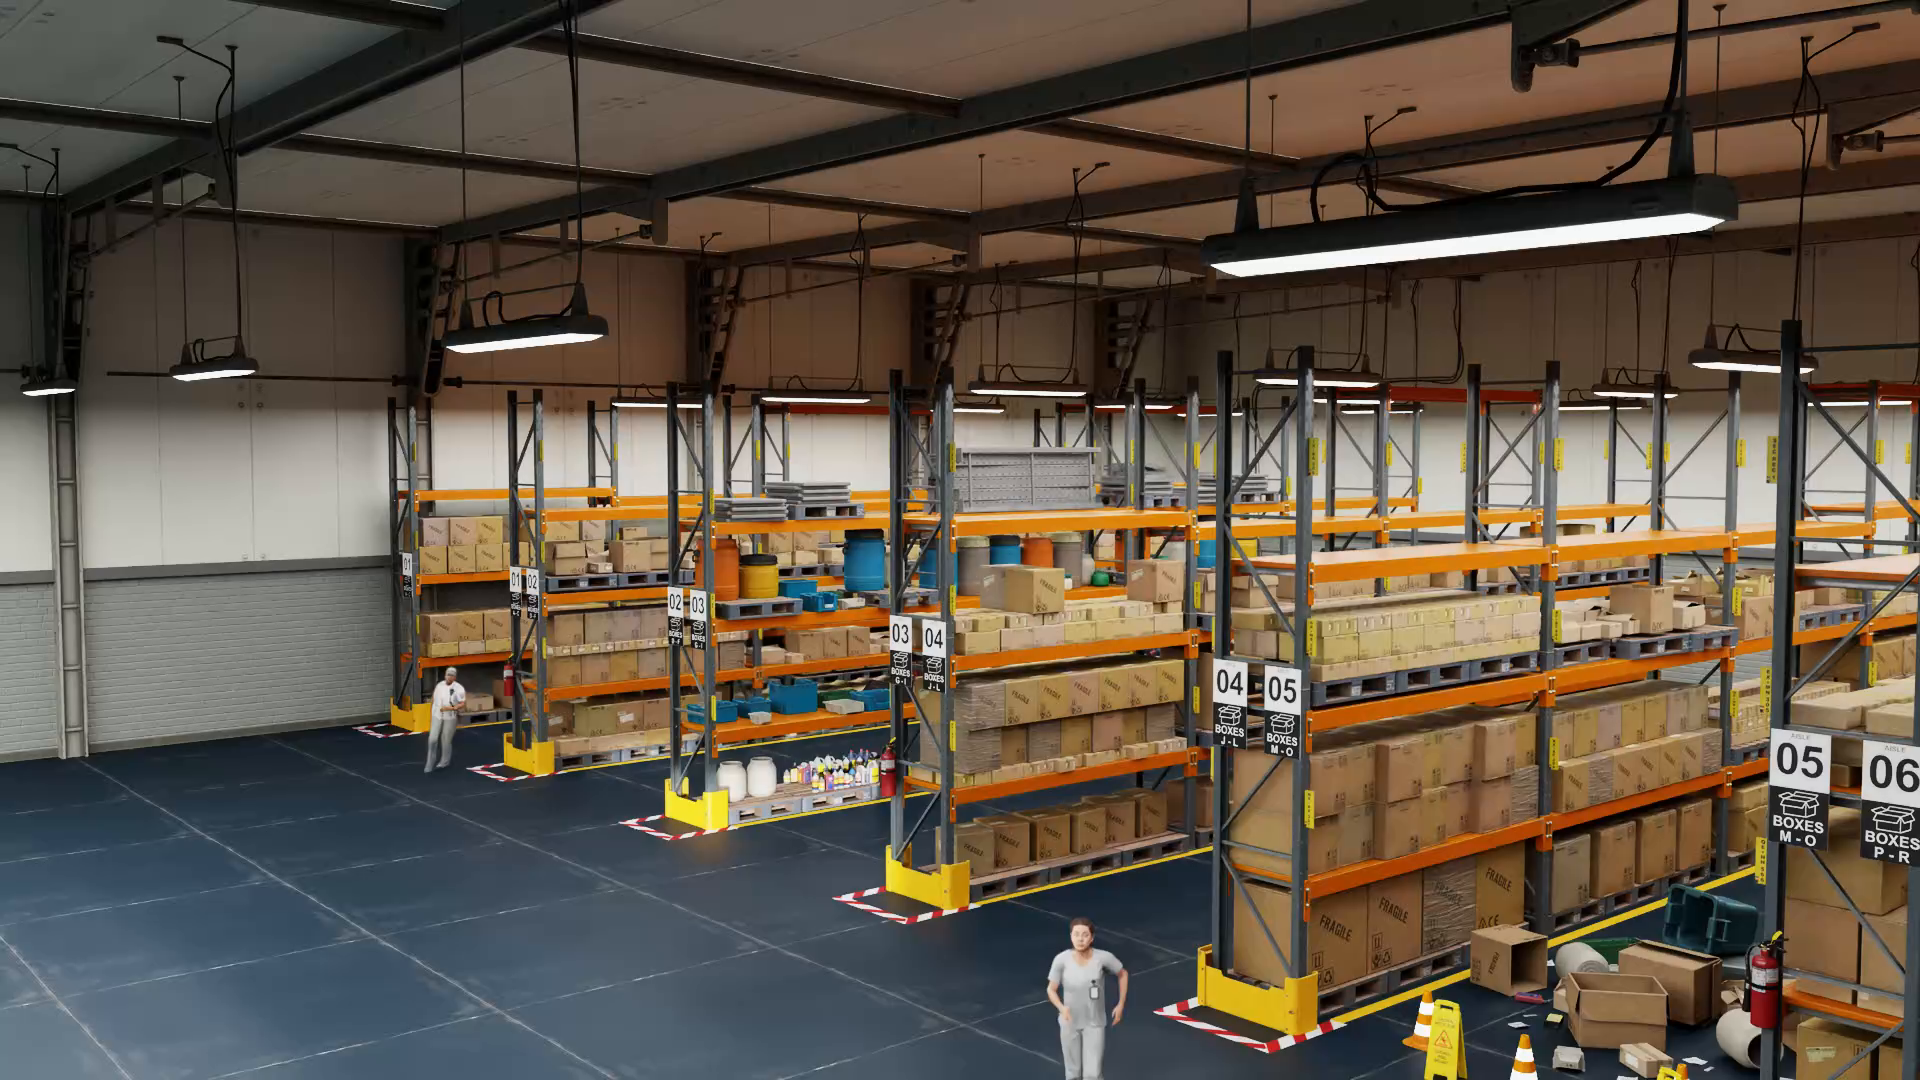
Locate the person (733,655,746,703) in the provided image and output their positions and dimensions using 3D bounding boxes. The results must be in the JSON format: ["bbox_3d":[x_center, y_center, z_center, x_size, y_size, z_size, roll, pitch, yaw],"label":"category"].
[{"bbox_3d":[-4.132,2.547,30.757,0.578,1.655,0.608,-3,4,-39],"label":"person"}]

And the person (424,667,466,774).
[{"bbox_3d":[-8.085,2.835,26.162,0.644,1.689,0.652,0,3,-1],"label":"person"}]

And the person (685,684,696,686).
[{"bbox_3d":[-4.969,2.603,30.543,0.512,1.554,0.530,3,5,44],"label":"person"}]

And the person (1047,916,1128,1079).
[{"bbox_3d":[0.933,3.615,12.333,0.587,1.646,0.625,1,3,11],"label":"person"}]
